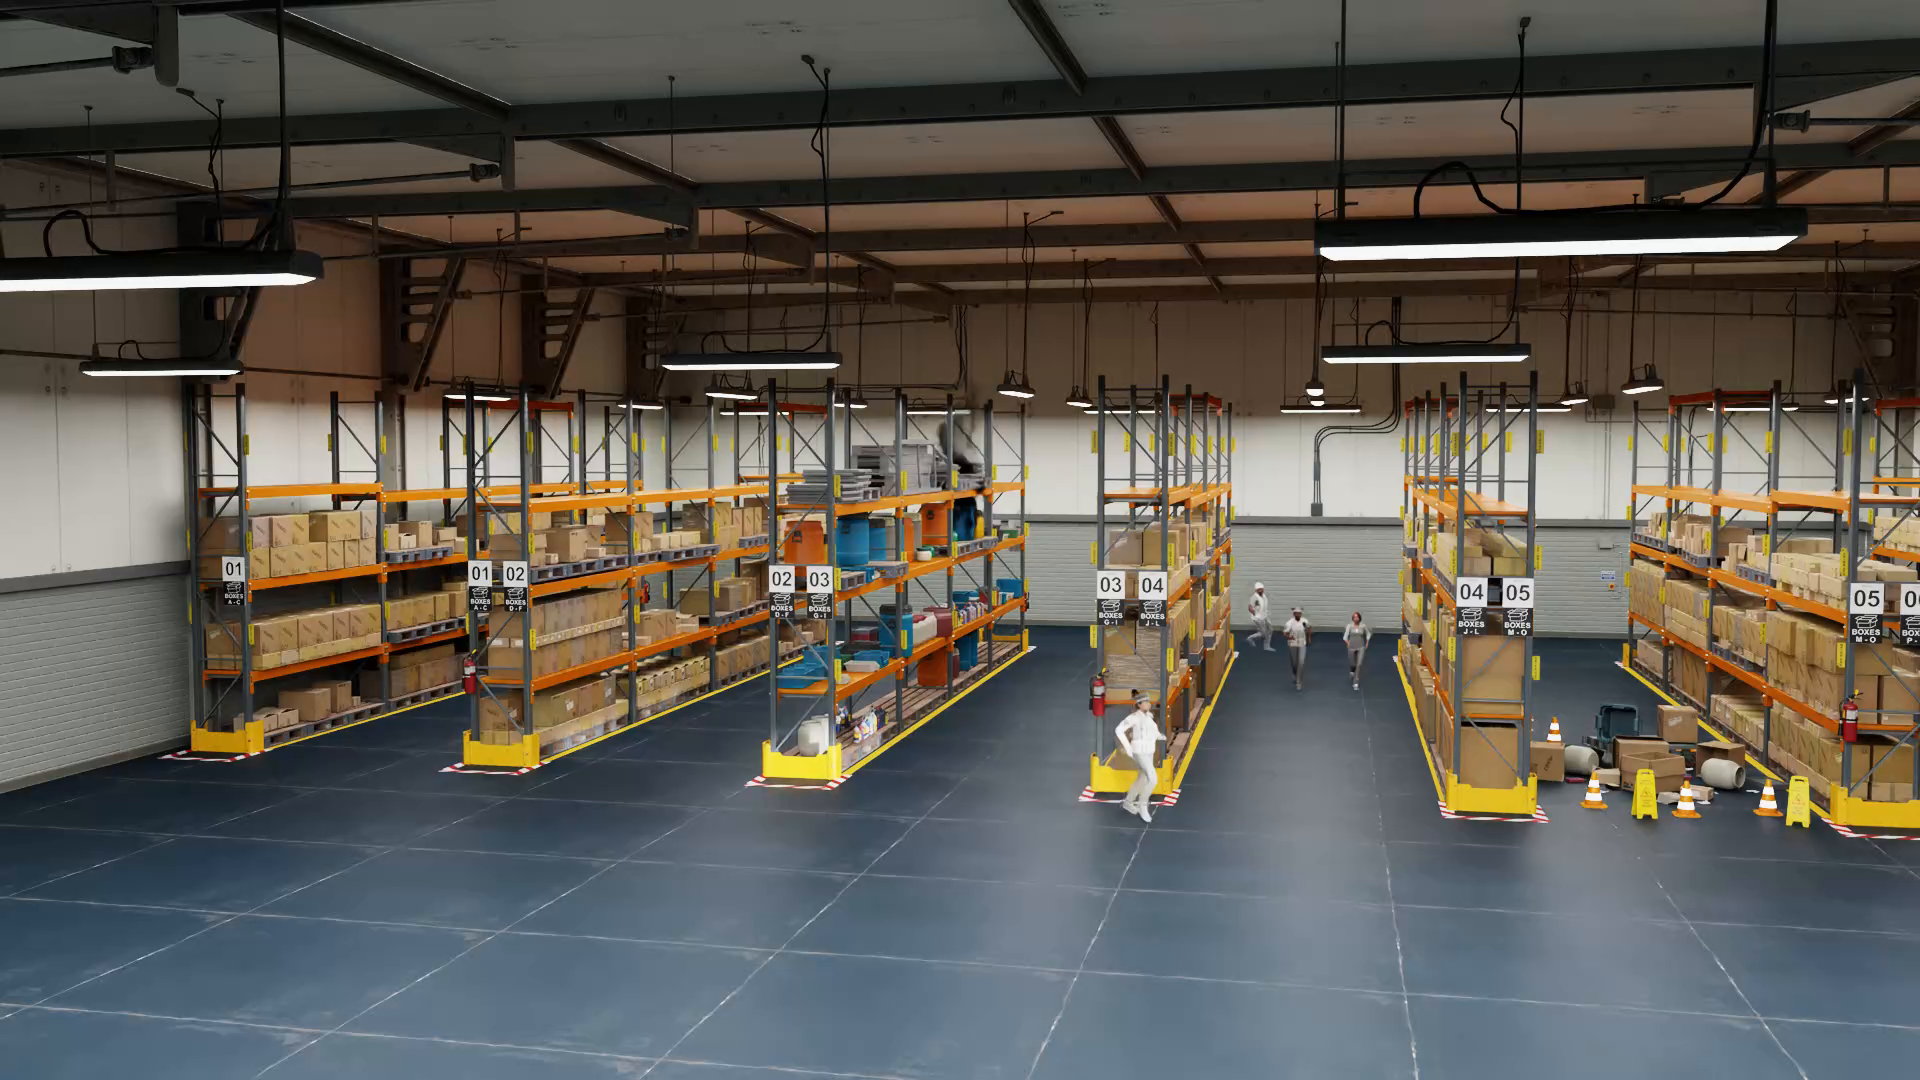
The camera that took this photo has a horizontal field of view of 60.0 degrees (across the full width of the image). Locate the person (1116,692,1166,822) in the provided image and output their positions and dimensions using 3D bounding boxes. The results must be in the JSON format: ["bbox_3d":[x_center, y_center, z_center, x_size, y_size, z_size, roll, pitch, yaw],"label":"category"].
[{"bbox_3d":[2.451,2.888,22.251,0.712,1.733,0.581,3,4,39],"label":"person"}]

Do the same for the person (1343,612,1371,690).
[{"bbox_3d":[8.198,2.272,34.334,0.553,1.574,0.747,1,3,12],"label":"person"}]

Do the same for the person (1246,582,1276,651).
[{"bbox_3d":[7.210,1.864,40.241,0.649,1.700,0.765,2,4,37],"label":"person"}]

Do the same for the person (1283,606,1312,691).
[{"bbox_3d":[6.964,2.220,34.321,0.608,1.736,0.894,0,3,6],"label":"person"}]
